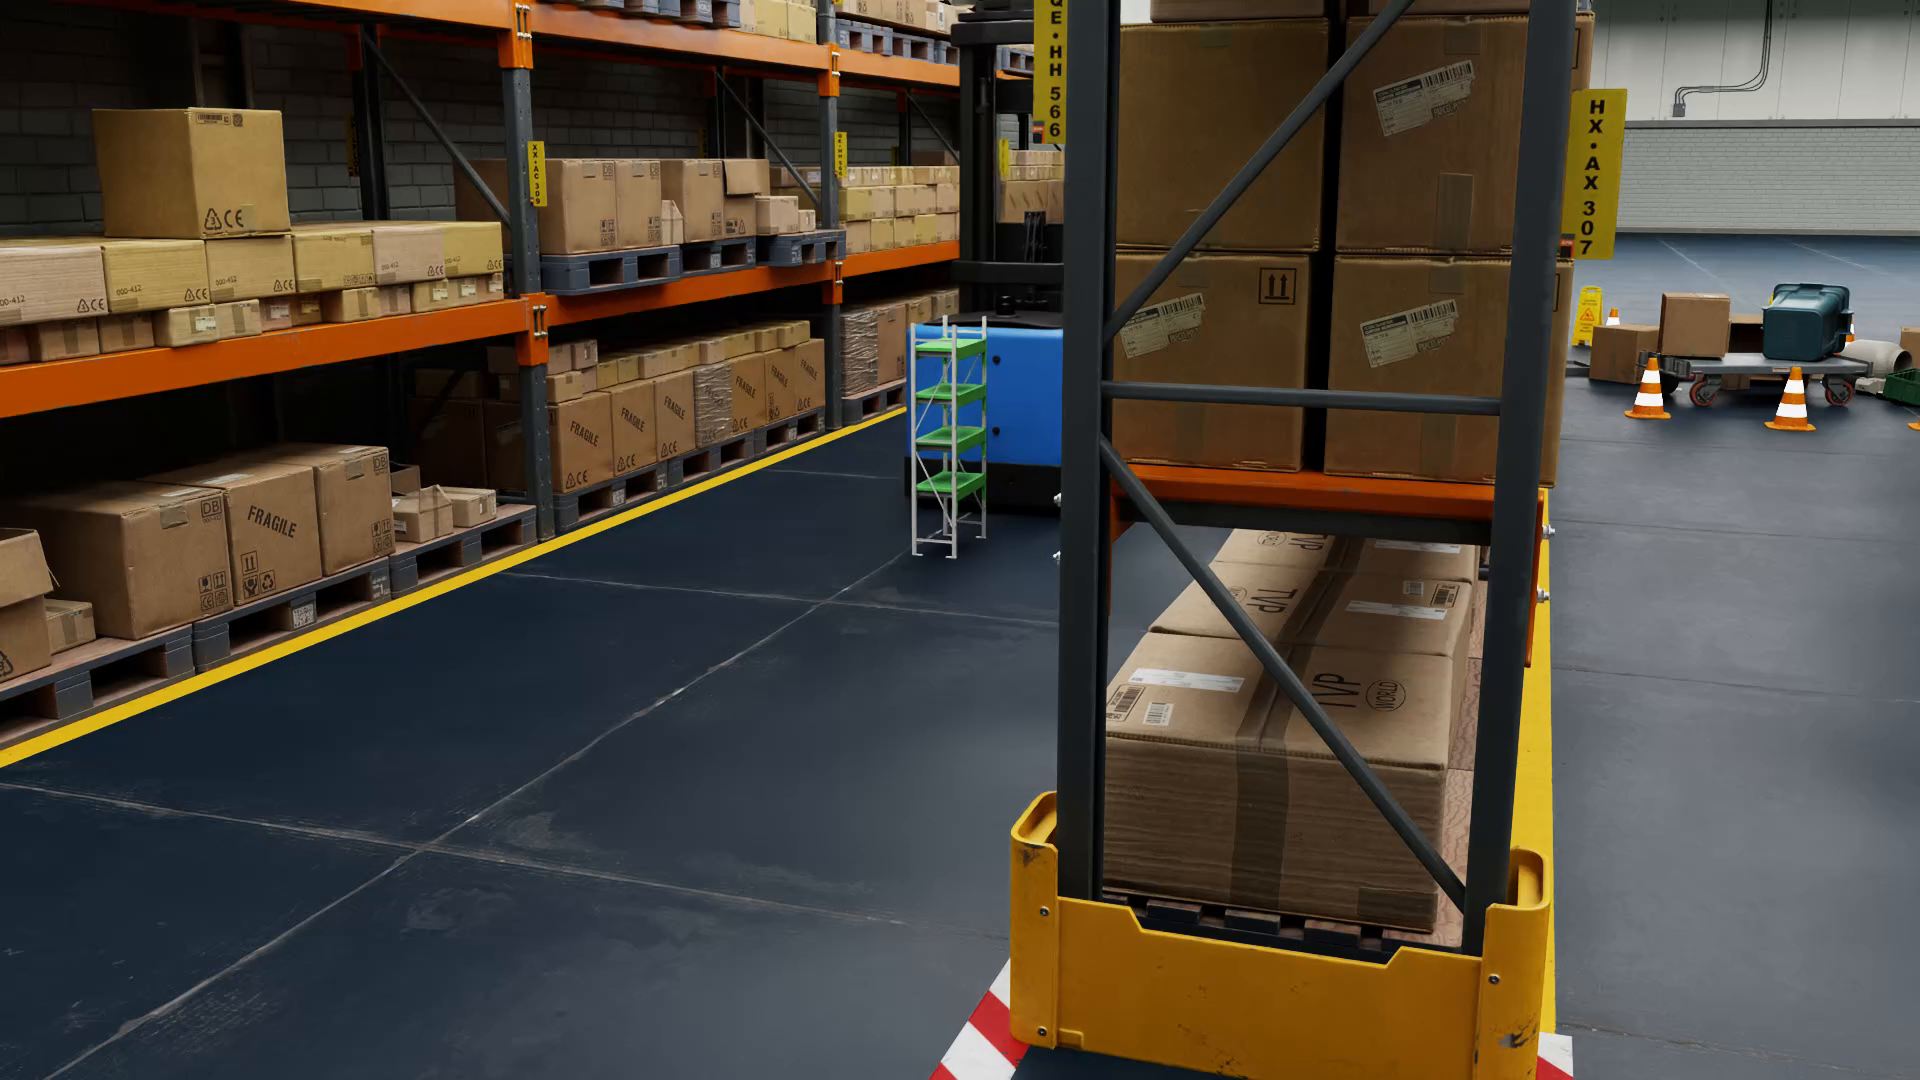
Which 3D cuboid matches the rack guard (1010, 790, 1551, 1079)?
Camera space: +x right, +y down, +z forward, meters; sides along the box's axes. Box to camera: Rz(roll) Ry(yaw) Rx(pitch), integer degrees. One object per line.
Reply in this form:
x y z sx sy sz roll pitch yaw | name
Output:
0.708 0.929 3.796 1.175 0.500 0.348 4 14 18 | rack guard

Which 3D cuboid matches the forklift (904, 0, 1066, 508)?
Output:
0.604 -1.892 10.692 1.130 2.935 3.031 4 13 17 | forklift

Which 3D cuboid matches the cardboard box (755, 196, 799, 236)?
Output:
-1.429 -2.222 11.377 0.500 0.250 0.500 4 13 16 | cardboard box

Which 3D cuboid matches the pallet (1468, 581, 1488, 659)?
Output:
1.690 0.377 6.864 1.003 0.211 1.213 4 14 18 | pallet

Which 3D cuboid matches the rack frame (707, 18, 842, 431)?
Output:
-1.394 -2.336 12.482 1.000 3.000 0.127 4 14 18 | rack frame

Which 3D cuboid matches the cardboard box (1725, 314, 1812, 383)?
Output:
7.425 -1.763 15.278 0.797 0.637 0.503 4 14 18 | cardboard box

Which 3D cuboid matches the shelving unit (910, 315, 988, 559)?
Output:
-0.054 -0.550 8.702 0.258 1.200 0.503 4 14 18 | shelving unit

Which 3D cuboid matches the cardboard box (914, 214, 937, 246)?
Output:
-0.522 -2.662 14.249 0.500 0.250 0.500 5 14 20 | cardboard box

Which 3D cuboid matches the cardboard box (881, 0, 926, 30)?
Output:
-0.600 -4.450 13.610 0.500 0.500 0.500 5 14 20 | cardboard box

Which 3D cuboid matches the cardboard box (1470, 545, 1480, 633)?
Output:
1.705 0.031 6.923 0.875 0.438 0.875 4 13 18 | cardboard box

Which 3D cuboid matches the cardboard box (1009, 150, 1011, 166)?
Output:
0.284 -3.734 16.256 0.380 0.149 0.250 5 14 20 | cardboard box

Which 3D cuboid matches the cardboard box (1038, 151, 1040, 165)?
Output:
0.626 -4.011 17.470 0.380 0.149 0.250 4 14 18 | cardboard box

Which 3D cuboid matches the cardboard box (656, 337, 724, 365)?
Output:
-1.770 -1.239 10.892 0.380 0.149 0.250 4 13 16 | cardboard box

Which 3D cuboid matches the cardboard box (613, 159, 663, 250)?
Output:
-2.152 -1.942 9.588 0.700 0.500 0.500 5 14 19 | cardboard box

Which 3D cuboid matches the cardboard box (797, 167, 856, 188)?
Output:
-1.012 -2.747 12.600 0.380 0.149 0.250 5 14 20 | cardboard box

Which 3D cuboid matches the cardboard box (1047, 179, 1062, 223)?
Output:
0.789 -3.624 17.899 0.500 0.500 0.500 4 14 19 | cardboard box

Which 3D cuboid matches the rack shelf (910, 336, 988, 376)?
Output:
-0.054 -0.956 8.609 0.258 0.148 0.480 4 14 18 | rack shelf

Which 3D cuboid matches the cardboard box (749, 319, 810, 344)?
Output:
-1.314 -1.516 12.106 0.380 0.149 0.250 4 13 16 | cardboard box

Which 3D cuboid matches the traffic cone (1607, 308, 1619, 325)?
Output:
6.974 -2.244 17.779 0.336 0.463 0.334 4 14 18 | traffic cone

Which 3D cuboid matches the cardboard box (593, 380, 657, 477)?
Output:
-2.156 -0.678 9.893 0.500 0.500 0.500 4 14 18 | cardboard box

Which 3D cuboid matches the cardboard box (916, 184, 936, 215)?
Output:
-0.528 -2.906 14.194 0.500 0.250 0.500 5 14 19 | cardboard box

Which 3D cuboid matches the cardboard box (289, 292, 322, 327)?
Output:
-3.033 -1.018 7.271 0.380 0.149 0.250 5 14 19 | cardboard box

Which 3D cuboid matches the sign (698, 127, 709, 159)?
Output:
-1.920 -2.940 12.526 0.100 0.325 0.005 4 14 18 | sign

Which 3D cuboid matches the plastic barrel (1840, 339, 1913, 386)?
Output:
8.230 -1.580 14.959 0.421 0.421 0.512 -8 15 -30 | plastic barrel

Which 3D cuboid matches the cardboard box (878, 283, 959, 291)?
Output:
-0.258 -2.115 15.905 0.875 0.625 0.625 5 14 21 | cardboard box

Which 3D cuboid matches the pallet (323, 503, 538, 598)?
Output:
-2.911 0.010 8.470 1.003 0.211 1.213 4 14 18 | pallet

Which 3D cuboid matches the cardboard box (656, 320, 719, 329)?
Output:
-1.969 -1.497 12.022 0.380 0.149 0.250 5 14 20 | cardboard box

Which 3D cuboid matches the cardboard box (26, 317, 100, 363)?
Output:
-3.386 -0.742 6.064 0.380 0.149 0.250 5 14 20 | cardboard box

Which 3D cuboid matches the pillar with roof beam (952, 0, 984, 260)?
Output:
4.190 -6.554 17.479 9.100 9.000 0.400 4 14 18 | pillar with roof beam

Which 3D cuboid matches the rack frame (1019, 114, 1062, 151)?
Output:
1.194 -4.021 19.862 1.000 3.000 0.127 4 14 18 | rack frame

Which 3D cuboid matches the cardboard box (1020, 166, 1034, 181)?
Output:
0.543 -3.750 16.993 0.380 0.149 0.250 5 14 20 | cardboard box

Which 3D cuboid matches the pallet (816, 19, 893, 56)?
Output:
-1.259 -3.856 12.824 1.213 0.211 1.003 5 14 21 | pallet

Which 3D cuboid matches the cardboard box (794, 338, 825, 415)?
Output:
-1.327 -1.218 12.256 0.500 0.500 0.500 5 14 20 | cardboard box

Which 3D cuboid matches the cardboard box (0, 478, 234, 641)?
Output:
-3.381 0.063 6.645 0.700 0.500 0.500 5 14 21 | cardboard box

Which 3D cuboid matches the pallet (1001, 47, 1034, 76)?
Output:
0.152 -4.779 16.643 1.003 0.211 1.213 4 14 18 | pallet

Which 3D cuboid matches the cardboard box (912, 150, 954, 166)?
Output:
-0.282 -3.777 16.446 0.380 0.149 0.250 4 14 19 | cardboard box

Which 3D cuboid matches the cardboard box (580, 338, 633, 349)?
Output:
-2.353 -1.221 10.813 0.380 0.149 0.250 4 13 16 | cardboard box

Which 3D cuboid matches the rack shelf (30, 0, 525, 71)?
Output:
-3.335 -2.185 6.694 1.077 0.370 4.000 4 14 18 | rack shelf

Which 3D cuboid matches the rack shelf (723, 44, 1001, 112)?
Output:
-0.747 -3.869 14.074 1.077 0.370 4.000 4 14 18 | rack shelf

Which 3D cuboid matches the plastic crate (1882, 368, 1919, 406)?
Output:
8.131 -1.275 14.022 0.662 0.188 0.450 -11 27 -40 | plastic crate

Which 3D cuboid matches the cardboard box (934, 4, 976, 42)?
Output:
-0.103 -4.681 15.046 0.500 0.311 0.500 4 13 17 | cardboard box

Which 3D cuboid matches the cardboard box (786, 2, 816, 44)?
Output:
-1.330 -3.600 11.615 0.500 0.250 0.500 4 13 17 | cardboard box

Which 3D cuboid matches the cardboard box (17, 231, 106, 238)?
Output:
-3.583 -1.162 7.007 0.500 0.250 0.500 4 14 18 | cardboard box

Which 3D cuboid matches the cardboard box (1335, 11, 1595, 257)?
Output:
1.140 -0.912 3.771 0.500 0.500 0.500 4 13 17 | cardboard box

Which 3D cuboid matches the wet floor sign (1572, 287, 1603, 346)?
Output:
6.966 -2.479 18.400 0.267 0.644 0.232 10 16 38 | wet floor sign

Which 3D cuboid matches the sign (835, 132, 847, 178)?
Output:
-0.877 -2.825 12.200 0.100 0.325 0.005 4 14 18 | sign

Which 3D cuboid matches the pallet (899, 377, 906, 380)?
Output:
-0.694 -1.403 14.661 1.003 0.211 1.213 4 14 18 | pallet

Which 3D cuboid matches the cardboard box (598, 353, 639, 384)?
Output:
-2.156 -1.030 9.976 0.380 0.149 0.250 4 13 17 | cardboard box

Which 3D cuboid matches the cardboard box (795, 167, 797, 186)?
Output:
-1.501 -2.847 13.040 0.380 0.149 0.250 5 14 20 | cardboard box

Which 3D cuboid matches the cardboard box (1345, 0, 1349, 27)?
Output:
0.977 -1.453 4.684 0.380 0.149 0.250 4 14 18 | cardboard box

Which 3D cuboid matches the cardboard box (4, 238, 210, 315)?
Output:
-3.257 -1.013 6.353 0.500 0.250 0.500 4 13 17 | cardboard box

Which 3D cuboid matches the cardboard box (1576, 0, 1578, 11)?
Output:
1.302 -1.309 4.054 0.380 0.149 0.250 5 14 20 | cardboard box

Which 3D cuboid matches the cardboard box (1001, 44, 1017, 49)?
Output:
0.333 -4.844 16.127 0.380 0.149 0.250 5 14 20 | cardboard box
